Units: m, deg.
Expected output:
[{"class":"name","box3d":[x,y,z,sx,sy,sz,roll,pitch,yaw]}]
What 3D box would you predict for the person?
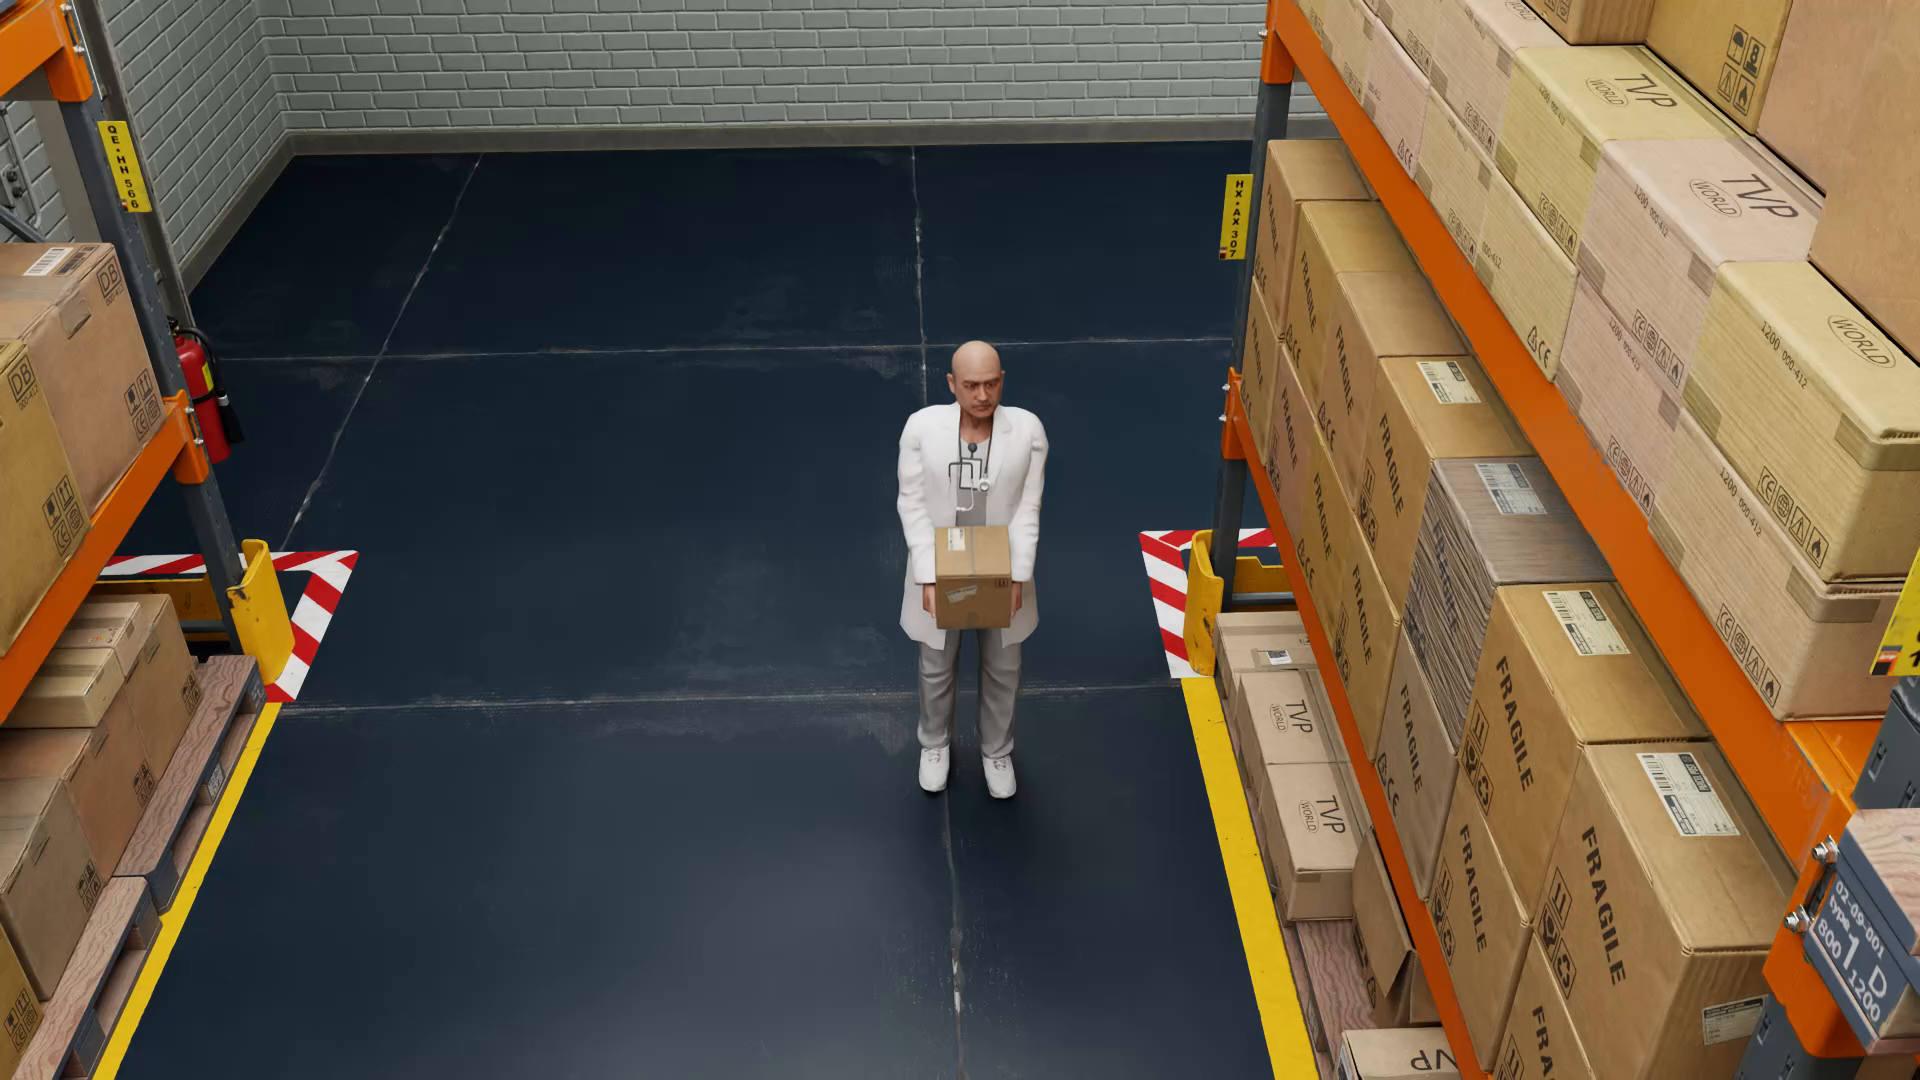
[{"class":"person","box3d":[0.046,0.205,5.938,0.530,1.691,0.555,-1,35,-1]}]
